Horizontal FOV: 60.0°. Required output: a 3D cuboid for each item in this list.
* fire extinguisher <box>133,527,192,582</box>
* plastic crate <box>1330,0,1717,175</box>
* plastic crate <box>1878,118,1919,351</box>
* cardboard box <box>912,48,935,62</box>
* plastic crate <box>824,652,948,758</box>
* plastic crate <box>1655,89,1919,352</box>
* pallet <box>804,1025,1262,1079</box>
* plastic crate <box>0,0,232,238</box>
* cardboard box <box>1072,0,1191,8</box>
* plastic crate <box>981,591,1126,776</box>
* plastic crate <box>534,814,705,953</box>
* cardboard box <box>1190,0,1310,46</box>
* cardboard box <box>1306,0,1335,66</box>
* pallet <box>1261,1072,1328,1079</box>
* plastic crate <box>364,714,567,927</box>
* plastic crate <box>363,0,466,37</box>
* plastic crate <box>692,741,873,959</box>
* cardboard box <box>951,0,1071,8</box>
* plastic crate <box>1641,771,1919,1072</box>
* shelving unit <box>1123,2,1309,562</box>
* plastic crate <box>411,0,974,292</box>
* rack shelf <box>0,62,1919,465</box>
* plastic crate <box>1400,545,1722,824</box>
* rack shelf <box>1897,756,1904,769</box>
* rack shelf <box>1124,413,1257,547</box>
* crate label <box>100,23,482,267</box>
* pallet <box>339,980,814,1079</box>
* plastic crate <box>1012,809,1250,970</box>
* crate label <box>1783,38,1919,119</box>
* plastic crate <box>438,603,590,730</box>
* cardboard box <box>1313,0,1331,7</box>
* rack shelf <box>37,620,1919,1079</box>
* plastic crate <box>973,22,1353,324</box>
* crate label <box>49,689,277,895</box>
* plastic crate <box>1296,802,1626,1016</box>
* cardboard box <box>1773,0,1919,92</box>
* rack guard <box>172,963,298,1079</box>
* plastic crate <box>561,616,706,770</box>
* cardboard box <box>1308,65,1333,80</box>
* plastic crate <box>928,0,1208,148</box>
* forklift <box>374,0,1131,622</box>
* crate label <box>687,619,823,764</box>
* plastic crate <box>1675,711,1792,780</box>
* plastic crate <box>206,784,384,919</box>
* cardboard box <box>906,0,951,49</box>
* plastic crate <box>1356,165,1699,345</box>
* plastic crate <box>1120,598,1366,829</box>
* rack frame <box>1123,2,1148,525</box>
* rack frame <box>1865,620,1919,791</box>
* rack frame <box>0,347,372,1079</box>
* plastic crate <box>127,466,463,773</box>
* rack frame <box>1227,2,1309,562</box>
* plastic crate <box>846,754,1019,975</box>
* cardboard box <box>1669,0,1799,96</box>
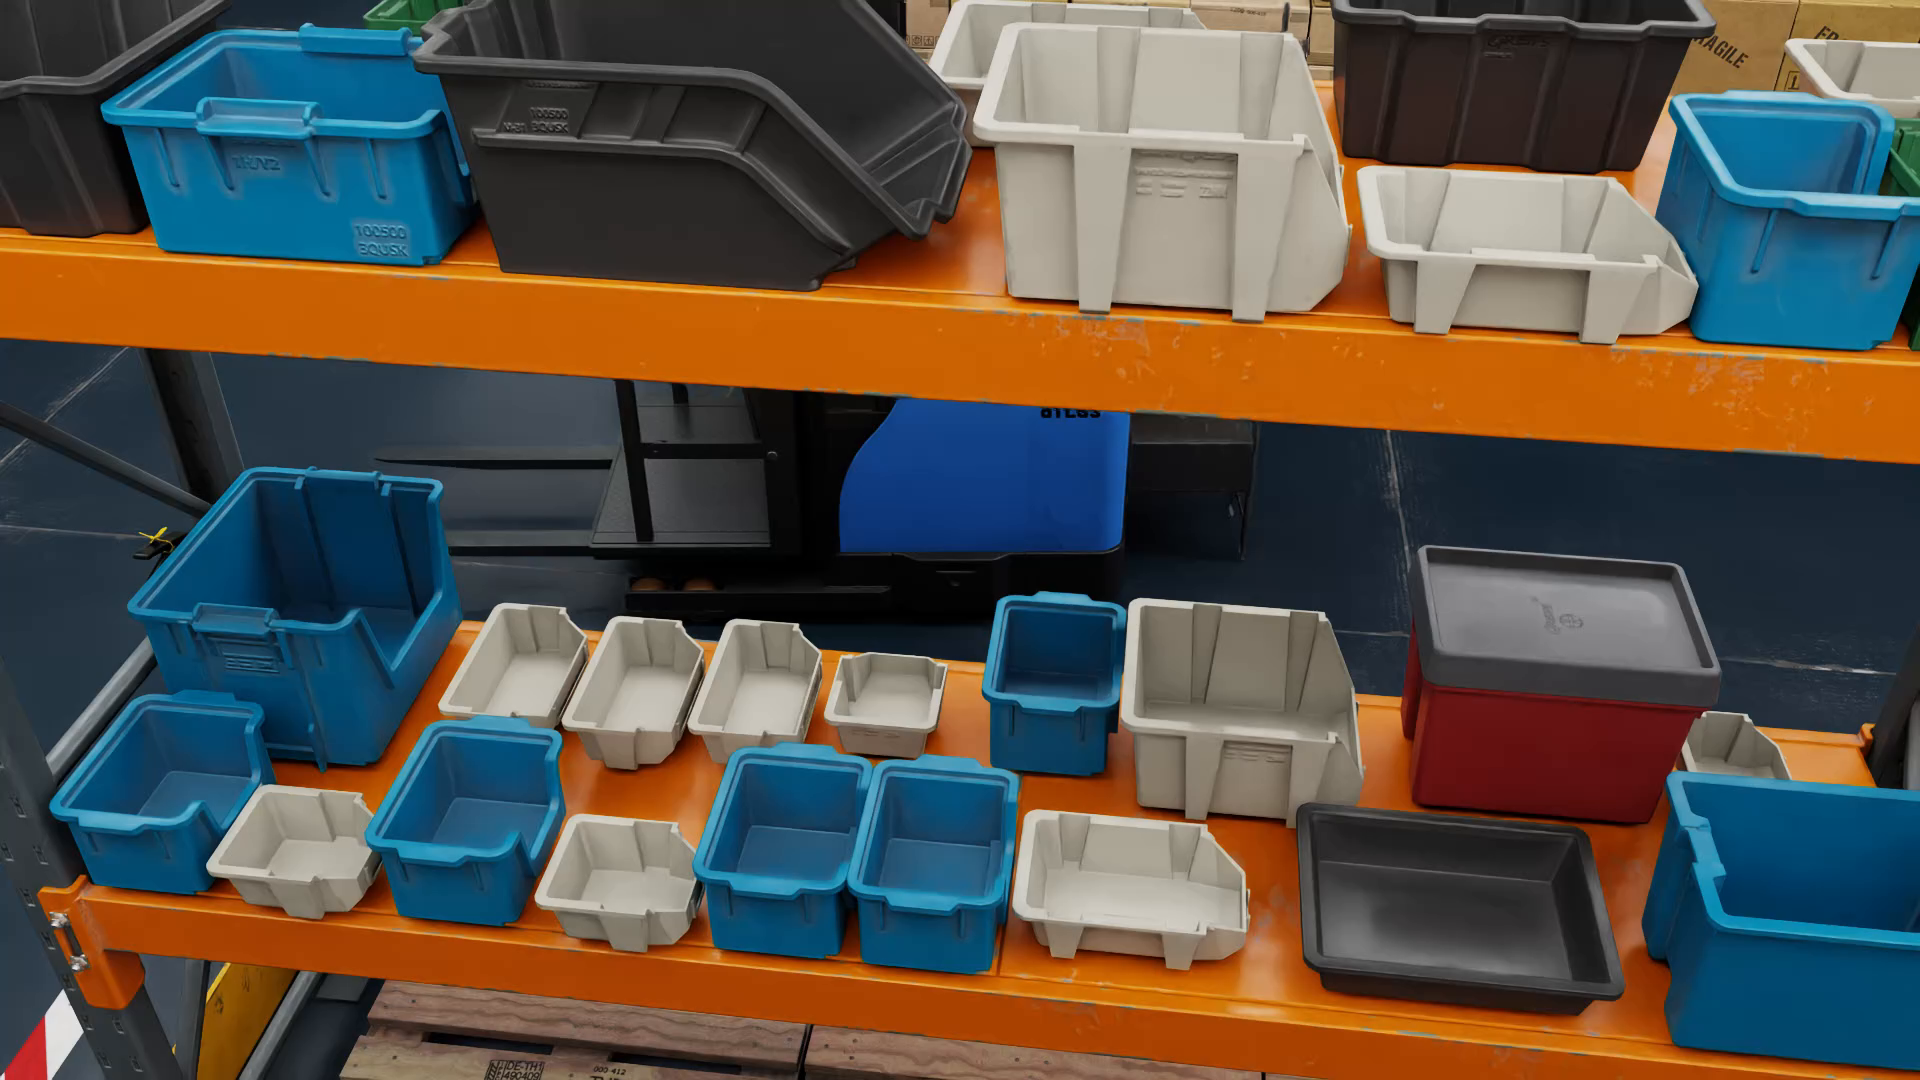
[{"bbox_3d":[-1.946,0.200,4.276,0.183,0.674,0.296,4,36,6],"label":"fire extinguisher"},{"bbox_3d":[0.916,-0.832,2.864,0.590,0.269,0.497,4,36,6],"label":"plastic crate"},{"bbox_3d":[1.654,-0.406,2.338,0.662,0.188,0.450,4,36,6],"label":"plastic crate"},{"bbox_3d":[-0.146,-2.190,7.453,0.250,0.149,0.380,4,36,5],"label":"cardboard box"},{"bbox_3d":[-0.162,0.376,3.816,0.250,0.136,0.298,4,36,6],"label":"plastic crate"},{"bbox_3d":[1.169,-0.451,2.361,0.300,0.233,0.416,4,36,6],"label":"plastic crate"},{"bbox_3d":[0.165,1.600,4.327,1.213,0.211,1.003,4,36,6],"label":"pallet"},{"bbox_3d":[-1.508,-0.689,2.664,0.590,0.269,0.497,4,36,6],"label":"plastic crate"},{"bbox_3d":[0.751,-2.324,7.297,0.500,0.250,0.500,4,36,5],"label":"cardboard box"},{"bbox_3d":[0.215,0.337,3.787,0.300,0.233,0.416,4,36,6],"label":"plastic crate"},{"bbox_3d":[-0.671,0.702,3.360,0.298,0.136,0.250,4,36,6],"label":"plastic crate"},{"bbox_3d":[1.253,-2.284,7.242,0.500,0.250,0.500,5,36,7],"label":"cardboard box"},{"bbox_3d":[1.759,-2.247,7.189,0.500,0.250,0.500,5,36,7],"label":"cardboard box"},{"bbox_3d":[1.379,1.688,4.202,1.213,0.211,1.003,4,36,6],"label":"pallet"},{"bbox_3d":[-0.999,0.590,3.434,0.300,0.233,0.416,4,36,6],"label":"plastic crate"},{"bbox_3d":[-0.840,-0.937,3.081,0.336,0.188,0.450,4,36,6],"label":"plastic crate"},{"bbox_3d":[-0.346,0.639,3.365,0.300,0.233,0.416,4,36,6],"label":"plastic crate"},{"bbox_3d":[0.232,-2.359,7.347,0.500,0.250,0.500,3,36,4],"label":"cardboard box"},{"bbox_3d":[1.606,0.730,3.108,0.575,0.384,0.392,4,36,6],"label":"plastic crate"},{"bbox_3d":[0.883,-0.884,6.181,0.503,2.100,0.431,0,36,0],"label":"shelving unit"},{"bbox_3d":[-0.374,-0.635,2.529,0.767,0.338,0.504,4,36,6],"label":"plastic crate"},{"bbox_3d":[0.129,-0.491,2.892,4.000,0.370,1.077,4,36,6],"label":"rack shelf"},{"bbox_3d":[1.259,0.324,3.607,0.583,0.464,0.402,4,36,6],"label":"plastic crate"},{"bbox_3d":[4.097,1.026,3.349,4.000,0.370,1.077,4,36,6],"label":"rack shelf"},{"bbox_3d":[0.883,-0.303,6.595,0.480,0.518,0.431,0,36,0],"label":"rack shelf"},{"bbox_3d":[-0.980,-0.616,2.577,0.502,0.251,0.408,4,36,6],"label":"crate label"},{"bbox_3d":[-1.041,1.508,4.455,1.213,0.211,1.003,4,36,6],"label":"pallet"},{"bbox_3d":[0.348,0.713,3.345,0.466,0.136,0.293,4,36,6],"label":"plastic crate"},{"bbox_3d":[1.664,-0.731,2.837,0.466,0.136,0.293,4,36,6],"label":"crate label"},{"bbox_3d":[-1.023,0.328,3.883,0.243,0.136,0.396,4,36,6],"label":"plastic crate"},{"bbox_3d":[1.757,-2.553,6.973,0.500,0.500,0.500,5,36,6],"label":"cardboard box"},{"bbox_3d":[0.129,0.730,3.764,4.000,0.370,1.077,4,36,6],"label":"rack shelf"},{"bbox_3d":[0.305,-0.541,2.446,0.530,0.282,0.437,4,36,6],"label":"plastic crate"},{"bbox_3d":[-1.651,0.541,3.502,0.303,0.233,0.416,4,36,6],"label":"crate label"},{"bbox_3d":[0.969,0.745,3.309,0.590,0.125,0.437,4,36,6],"label":"plastic crate"},{"bbox_3d":[3.667,-2.094,7.016,0.500,0.500,0.500,4,36,6],"label":"cardboard box"},{"bbox_3d":[-1.880,1.313,4.480,0.348,0.500,1.175,4,36,6],"label":"rack guard"},{"bbox_3d":[-0.737,0.358,3.841,0.243,0.136,0.396,4,36,6],"label":"plastic crate"},{"bbox_3d":[1.635,-2.057,7.266,0.250,0.149,0.380,5,36,7],"label":"cardboard box"},{"bbox_3d":[0.227,-0.814,2.954,0.530,0.136,0.437,4,36,6],"label":"plastic crate"},{"bbox_3d":[-0.897,-1.191,5.896,3.031,2.935,1.130,0,36,0],"label":"forklift"},{"bbox_3d":[-0.458,0.365,3.832,0.243,0.136,0.396,4,36,6],"label":"crate label"},{"bbox_3d":[1.670,0.552,3.570,0.243,0.136,0.396,4,36,6],"label":"plastic crate"},{"bbox_3d":[-1.344,0.652,3.430,0.298,0.136,0.250,4,36,6],"label":"plastic crate"},{"bbox_3d":[-0.265,-2.399,7.402,0.500,0.250,0.500,4,36,5],"label":"cardboard box"},{"bbox_3d":[0.803,-0.403,2.377,0.466,0.136,0.293,4,36,6],"label":"plastic crate"},{"bbox_3d":[0.622,0.390,3.672,0.530,0.282,0.437,4,36,6],"label":"plastic crate"},{"bbox_3d":[0.639,-0.883,6.180,0.015,2.100,0.400,0,36,0],"label":"rack frame"},{"bbox_3d":[2.113,0.584,3.350,0.053,2.616,0.949,4,36,6],"label":"rack frame"},{"bbox_3d":[-1.854,0.290,3.762,0.127,3.000,1.000,4,36,6],"label":"rack frame"},{"bbox_3d":[-1.499,0.168,3.851,0.499,0.435,0.616,4,36,6],"label":"plastic crate"},{"bbox_3d":[1.127,-0.884,6.181,0.015,2.100,0.400,0,36,0],"label":"rack frame"},{"bbox_3d":[-0.048,0.661,3.334,0.300,0.233,0.416,4,36,6],"label":"plastic crate"},{"bbox_3d":[3.168,-2.131,7.068,0.500,0.500,0.500,4,36,6],"label":"cardboard box"}]
